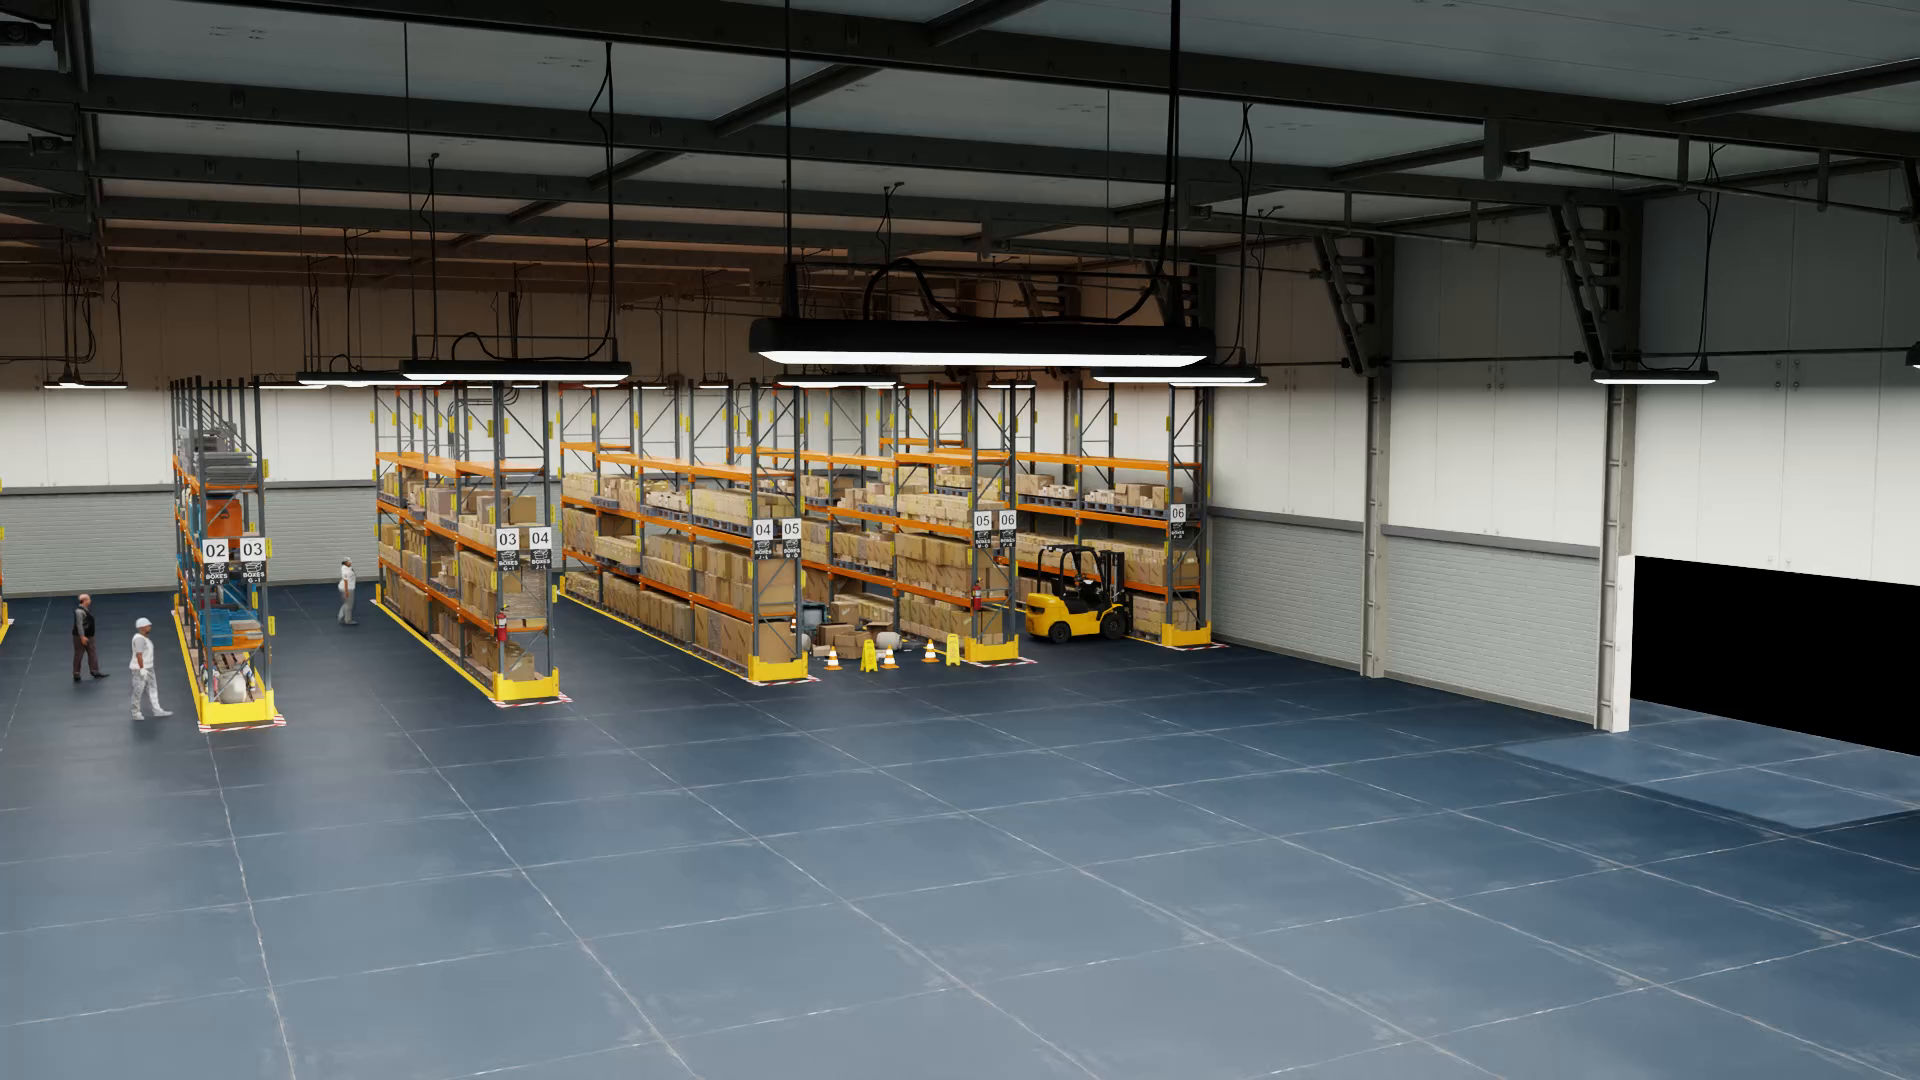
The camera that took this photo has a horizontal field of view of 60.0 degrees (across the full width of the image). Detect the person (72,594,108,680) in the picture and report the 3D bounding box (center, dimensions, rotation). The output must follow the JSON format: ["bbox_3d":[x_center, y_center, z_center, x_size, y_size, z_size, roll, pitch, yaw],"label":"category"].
[{"bbox_3d":[-17.416,1.938,33.104,0.607,1.711,0.558,1,5,8],"label":"person"}]

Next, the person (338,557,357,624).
[{"bbox_3d":[-15.111,1.241,41.054,0.477,1.682,0.511,-4,7,-41],"label":"person"}]

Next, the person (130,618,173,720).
[{"bbox_3d":[-14.229,2.251,29.128,0.590,1.778,0.610,0,5,-2],"label":"person"}]

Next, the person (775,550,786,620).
[{"bbox_3d":[-4.563,1.146,41.595,0.482,1.788,0.771,-4,6,-38],"label":"person"}]
